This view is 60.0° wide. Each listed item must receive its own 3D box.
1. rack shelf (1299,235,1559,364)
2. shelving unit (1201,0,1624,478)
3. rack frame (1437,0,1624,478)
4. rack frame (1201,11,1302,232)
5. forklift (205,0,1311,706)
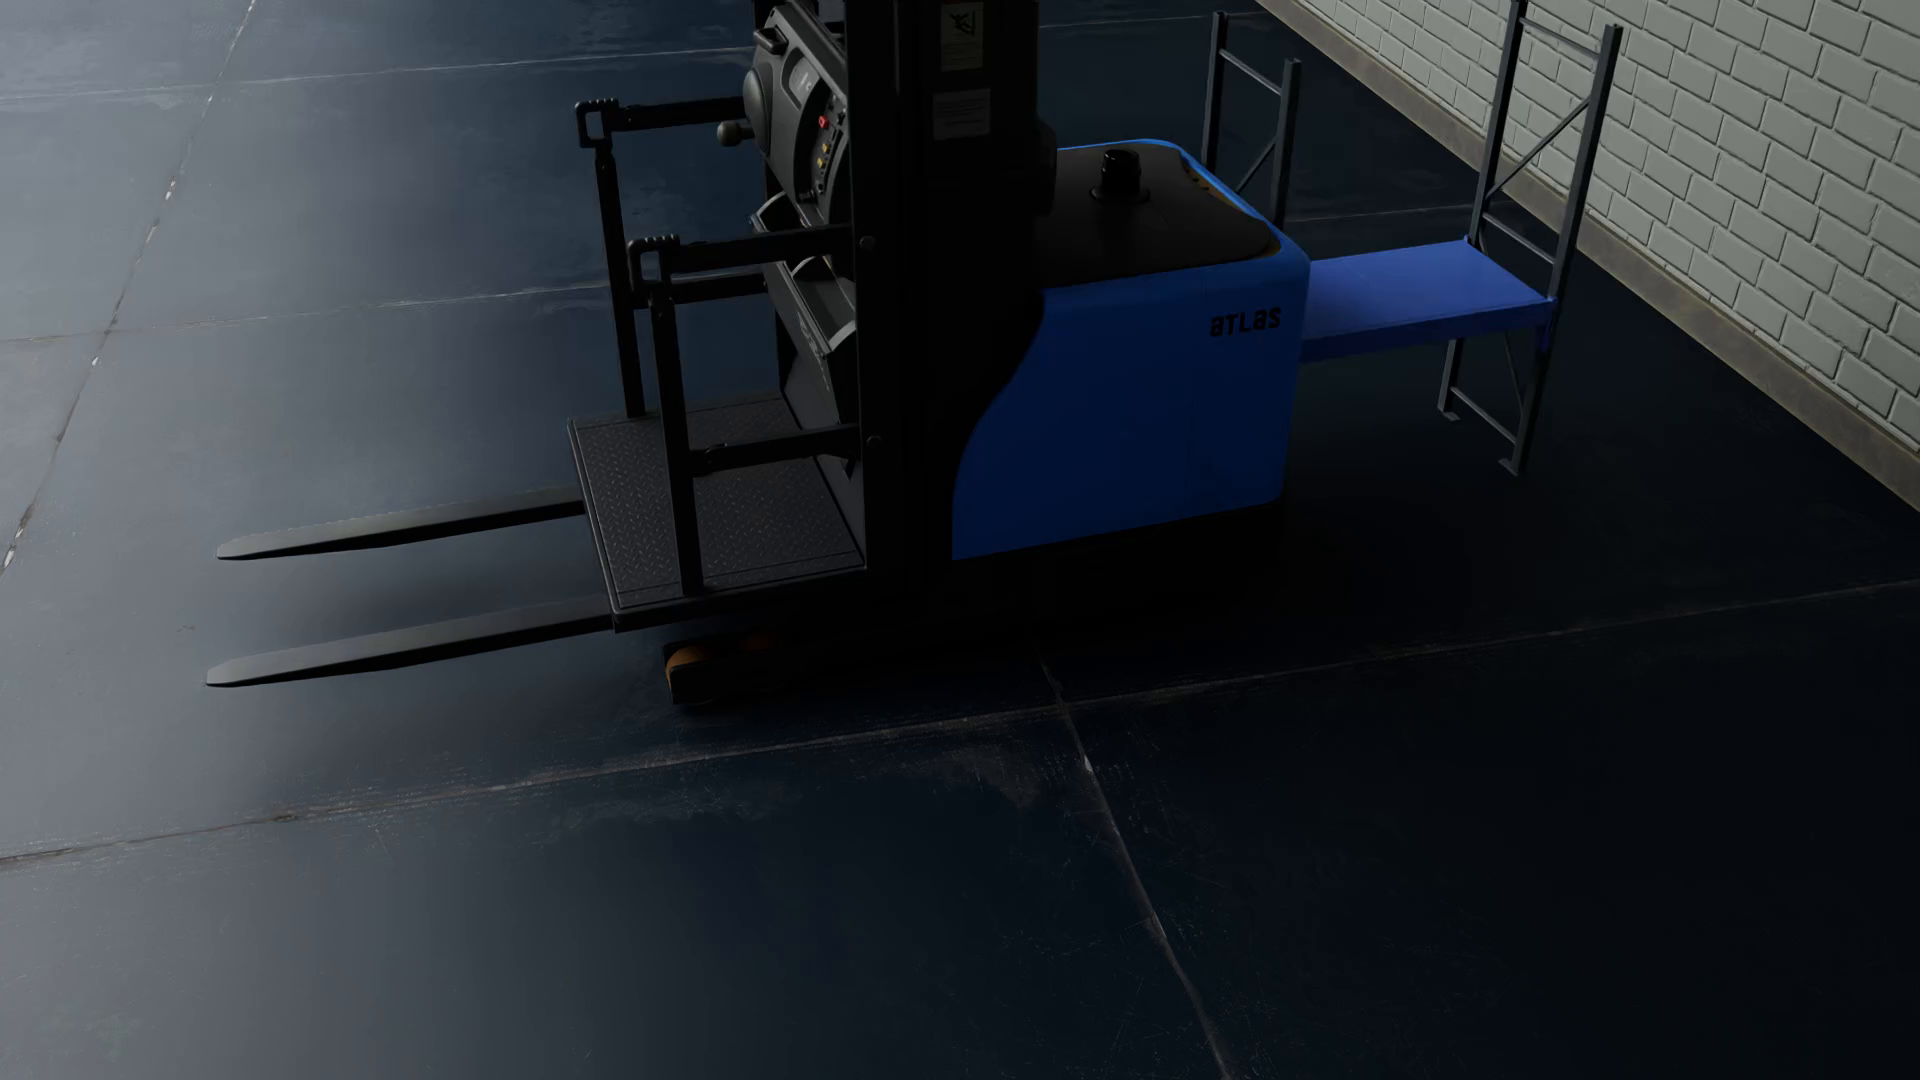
[{"bbox_3d":[1.315,-0.730,5.314,1.000,0.185,0.538,-10,35,-15],"label":"rack shelf"},{"bbox_3d":[1.315,-0.879,5.214,1.048,1.500,0.538,-10,35,-15],"label":"shelving unit"},{"bbox_3d":[1.799,-0.966,5.343,0.032,1.500,0.500,-10,35,-15],"label":"rack frame"},{"bbox_3d":[0.831,-0.792,5.085,0.032,1.500,0.500,-10,35,-15],"label":"rack frame"},{"bbox_3d":[-0.608,-1.093,4.248,3.031,2.935,1.130,-10,35,-15],"label":"forklift"}]
